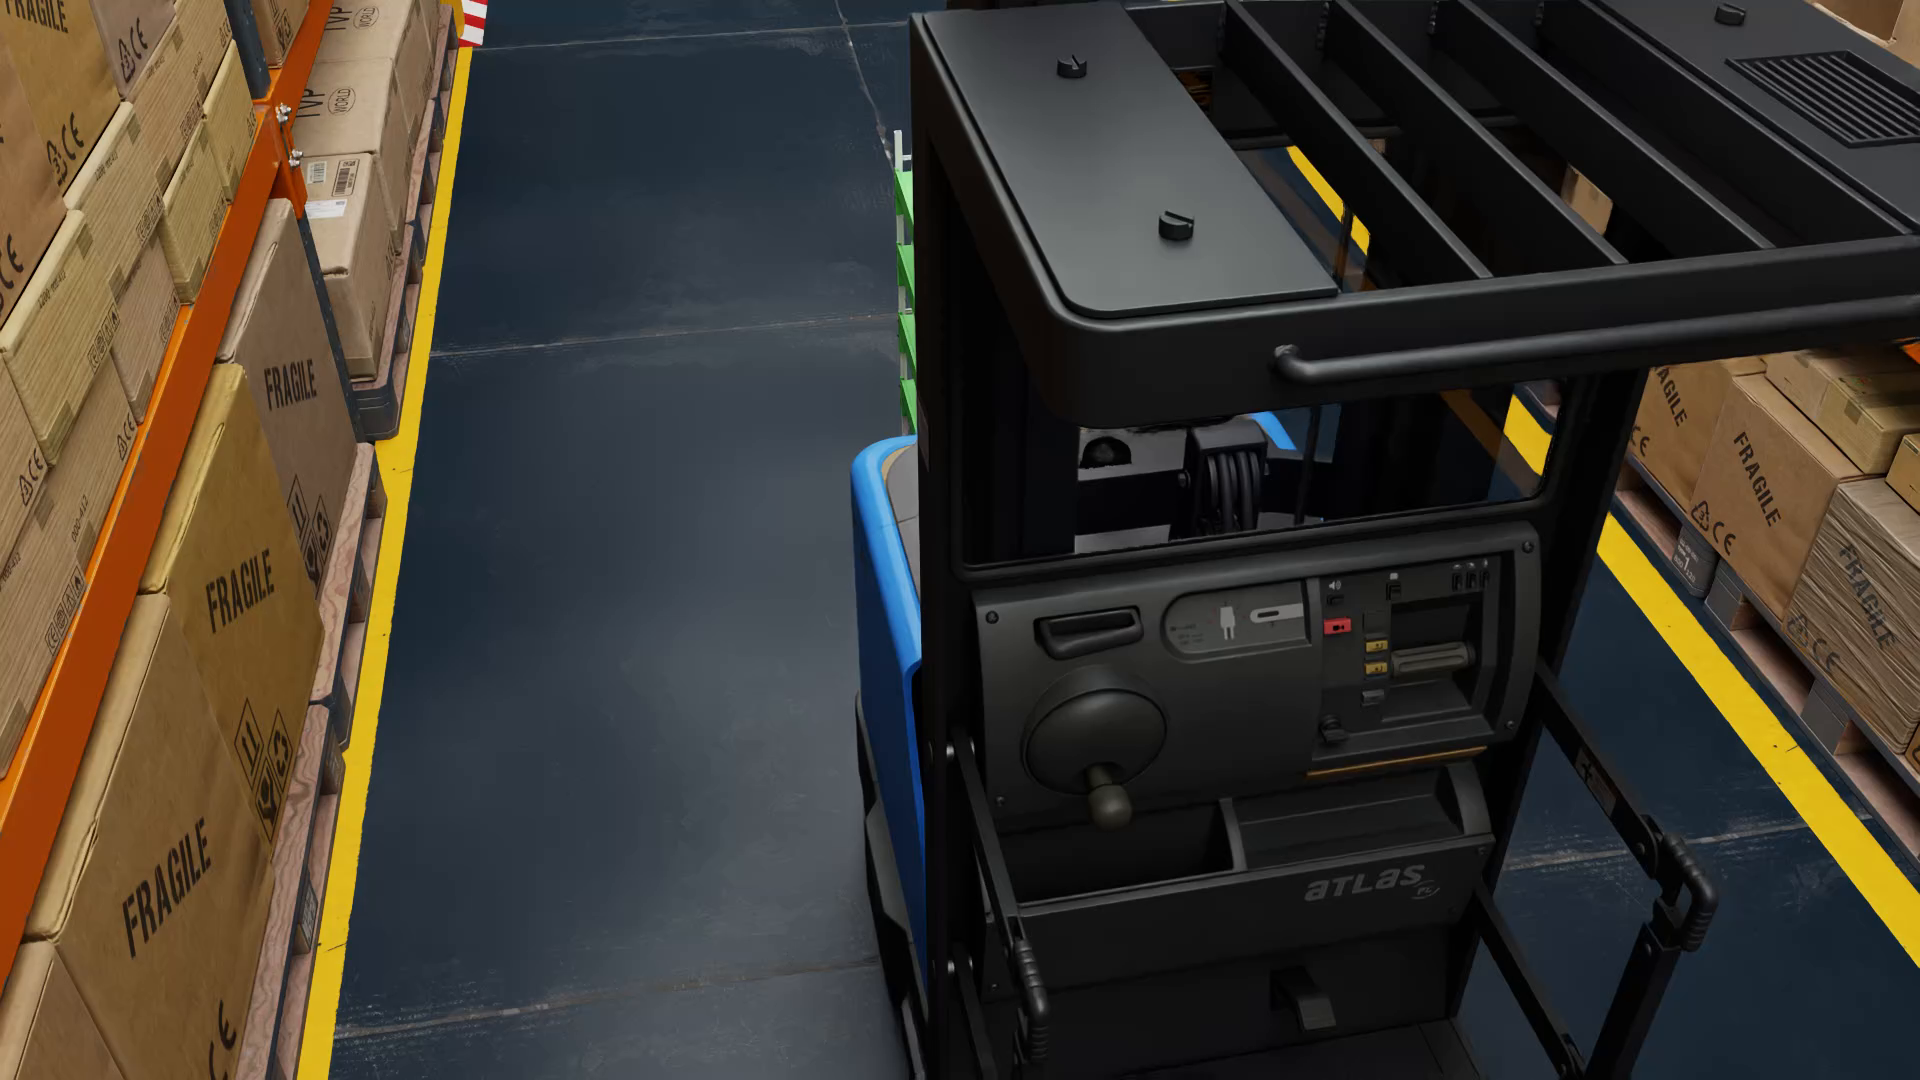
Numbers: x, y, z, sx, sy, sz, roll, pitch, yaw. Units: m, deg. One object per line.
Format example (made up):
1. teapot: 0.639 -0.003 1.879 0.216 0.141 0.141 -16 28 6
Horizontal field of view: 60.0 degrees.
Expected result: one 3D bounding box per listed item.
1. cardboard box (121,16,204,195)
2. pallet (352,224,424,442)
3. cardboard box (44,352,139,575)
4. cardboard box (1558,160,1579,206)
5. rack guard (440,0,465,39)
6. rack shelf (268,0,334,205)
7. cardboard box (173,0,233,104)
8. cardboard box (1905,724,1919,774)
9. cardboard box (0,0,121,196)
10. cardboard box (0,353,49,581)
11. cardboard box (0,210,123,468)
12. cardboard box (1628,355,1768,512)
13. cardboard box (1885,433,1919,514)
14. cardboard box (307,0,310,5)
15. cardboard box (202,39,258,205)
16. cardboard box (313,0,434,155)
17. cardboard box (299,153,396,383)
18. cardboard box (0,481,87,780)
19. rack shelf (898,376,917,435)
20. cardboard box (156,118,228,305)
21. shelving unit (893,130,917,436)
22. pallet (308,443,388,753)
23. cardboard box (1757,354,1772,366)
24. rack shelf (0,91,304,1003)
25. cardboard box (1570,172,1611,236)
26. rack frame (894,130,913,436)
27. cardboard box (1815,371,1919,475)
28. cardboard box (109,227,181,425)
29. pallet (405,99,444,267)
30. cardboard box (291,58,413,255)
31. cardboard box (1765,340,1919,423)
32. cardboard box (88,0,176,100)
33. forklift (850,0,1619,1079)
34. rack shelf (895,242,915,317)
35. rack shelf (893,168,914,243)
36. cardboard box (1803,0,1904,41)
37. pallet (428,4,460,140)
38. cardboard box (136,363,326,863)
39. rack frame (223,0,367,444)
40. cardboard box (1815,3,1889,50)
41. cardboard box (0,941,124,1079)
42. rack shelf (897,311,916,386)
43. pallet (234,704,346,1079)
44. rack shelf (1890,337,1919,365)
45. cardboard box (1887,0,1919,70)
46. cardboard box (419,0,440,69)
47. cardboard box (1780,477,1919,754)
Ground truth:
1. cardboard box: -2.054 -0.968 3.766 0.500 0.250 0.500 -5 38 -7
2. pallet: -2.522 -0.738 6.028 1.003 0.211 1.213 -6 38 -8
3. cardboard box: -1.886 -0.142 3.110 0.500 0.250 0.500 -6 38 -8
4. cardboard box: 2.537 -1.436 6.503 0.500 0.311 0.500 -5 38 -6
5. rack guard: -3.171 -2.815 8.465 1.175 0.500 0.348 -6 38 -8
6. rack shelf: -2.816 -2.295 6.346 1.077 0.370 4.000 -6 38 -8
7. cardboard box: -2.149 -1.269 4.154 0.500 0.250 0.500 -6 38 -8
8. cardboard box: 2.664 0.478 3.884 0.500 0.500 0.500 -5 38 -6
9. cardboard box: -1.973 -0.943 3.122 0.500 0.500 0.500 -5 38 -7
10. cardboard box: -1.775 -0.041 2.572 0.500 0.250 0.500 -6 38 -8
11. cardboard box: -1.851 -0.348 2.968 0.500 0.250 0.500 -6 38 -7
12. cardboard box: 2.387 -0.449 5.078 0.500 0.500 0.500 -7 38 -9
13. cardboard box: 2.588 -0.155 4.171 0.380 0.149 0.250 -6 38 -8
14. cardboard box: -2.374 -2.027 5.332 0.500 0.500 0.500 -6 38 -8
15. cardboard box: -2.139 -1.068 4.302 0.500 0.250 0.500 -7 38 -9
16. cardboard box: -2.784 -2.001 7.127 0.875 0.438 0.875 -5 38 -7
17. cardboard box: -2.470 -0.916 5.730 0.875 0.438 0.875 -7 38 -9
18. cardboard box: -1.796 0.156 2.727 0.500 0.250 0.500 -5 38 -6
19. rack shelf: -0.029 -0.334 5.197 0.258 0.148 0.480 -6 38 -8
20. cardboard box: -2.051 -0.760 3.906 0.500 0.250 0.500 -7 38 -9
21. shelving unit: -0.029 -0.574 5.011 0.258 1.200 0.503 -6 38 -8
22. pallet: -2.256 0.188 4.836 1.003 0.211 1.213 -6 38 -8
23. cardboard box: 2.464 -0.620 4.770 0.380 0.149 0.250 -7 38 -9
24. rack shelf: -2.115 0.121 3.236 1.077 0.370 4.000 -6 38 -8
25. cardboard box: 2.221 -1.097 5.383 0.380 0.149 0.250 -5 38 -6
26. rack frame: -0.072 -0.721 5.200 0.240 1.200 0.015 -6 38 -8
27. cardboard box: 2.512 -0.315 4.377 0.380 0.149 0.250 -5 38 -6
28. cardboard box: -1.981 -0.454 3.511 0.500 0.250 0.500 -7 38 -9
29. pallet: -2.739 -1.476 6.978 1.003 0.211 1.213 -6 38 -8
30. cardboard box: -2.628 -1.457 6.426 0.875 0.438 0.875 -7 38 -9
31. cardboard box: 2.471 -0.465 4.570 0.380 0.149 0.250 -6 38 -8
32. cardboard box: -2.042 -1.251 3.519 0.500 0.500 0.500 -6 38 -7
33. forklift: 0.529 0.290 2.488 1.130 2.935 3.031 -7 38 -9
34. rack shelf: -0.029 -0.713 4.903 0.258 0.148 0.480 -6 38 -8
35. rack shelf: -0.029 -0.902 4.755 0.258 0.148 0.480 -6 38 -8
36. cardboard box: 2.376 -1.484 4.291 0.700 0.500 0.500 -6 38 -7
37. pallet: -2.950 -2.211 7.925 1.003 0.211 1.213 -6 38 -8
38. cardboard box: -2.112 0.213 3.921 0.875 0.875 0.875 -5 38 -7
39. rack frame: -2.466 -1.371 4.570 1.000 3.000 0.127 -6 38 -8
40. cardboard box: 2.286 -1.140 4.039 0.396 0.266 0.258 -4 38 -6
41. cardboard box: -1.804 1.292 2.532 0.875 0.875 0.875 -7 38 -8
42. rack shelf: -0.029 -0.523 5.050 0.258 0.148 0.480 -6 38 -8
43. pallet: -2.039 0.926 3.886 1.003 0.211 1.213 -6 38 -8
44. rack shelf: 2.771 -0.415 3.926 1.077 0.370 4.000 -6 38 -8
45. cardboard box: 2.513 -1.010 3.681 0.700 0.500 0.500 -6 38 -8
46. cardboard box: -2.953 -2.553 7.838 0.875 0.438 0.875 -7 38 -9
47. cardboard box: 2.555 0.167 4.286 0.500 0.500 0.500 -8 38 -10
